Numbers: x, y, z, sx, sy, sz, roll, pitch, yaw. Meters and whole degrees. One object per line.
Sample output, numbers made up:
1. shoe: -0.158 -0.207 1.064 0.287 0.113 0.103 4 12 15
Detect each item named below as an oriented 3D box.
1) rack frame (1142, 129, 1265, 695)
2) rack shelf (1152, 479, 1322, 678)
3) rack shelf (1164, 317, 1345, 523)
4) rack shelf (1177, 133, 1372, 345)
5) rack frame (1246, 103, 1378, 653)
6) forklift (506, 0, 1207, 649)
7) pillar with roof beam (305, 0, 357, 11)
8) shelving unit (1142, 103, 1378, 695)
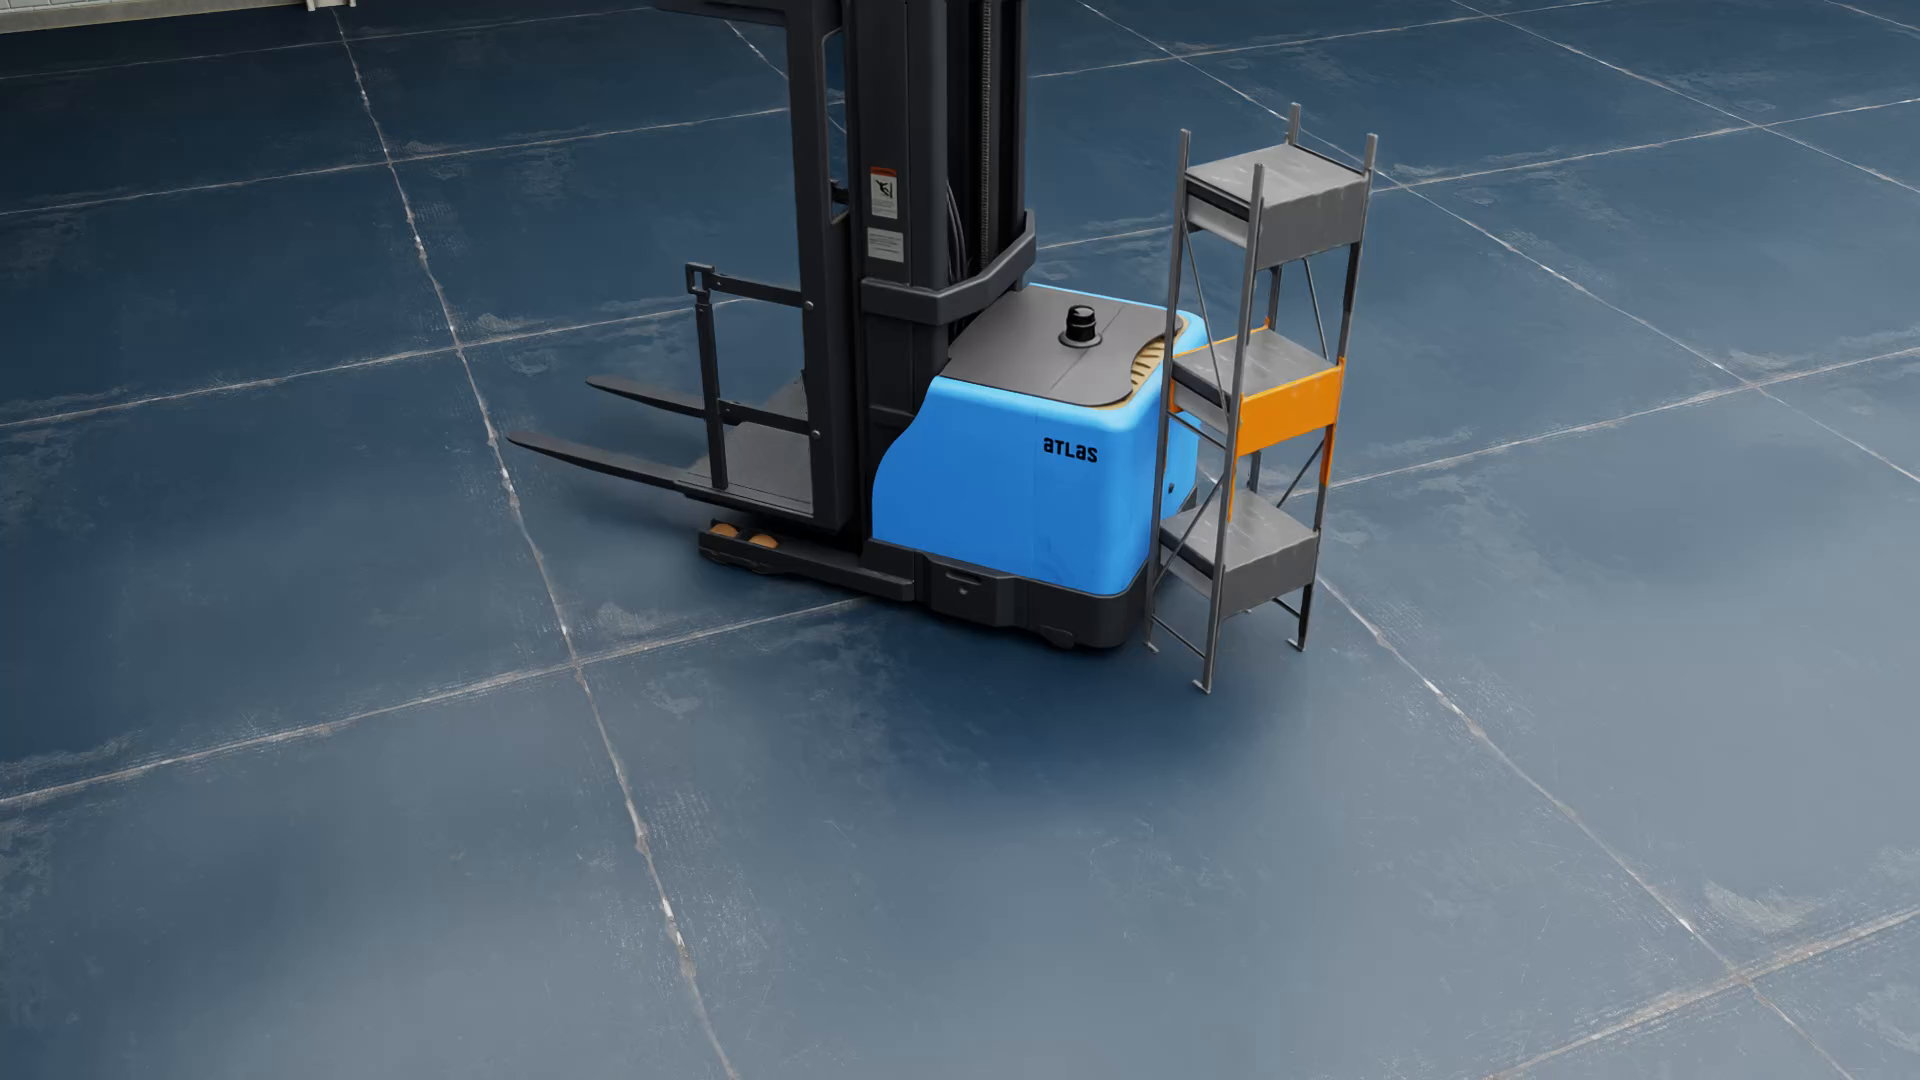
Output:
1. rack frame: 0.841 -0.382 5.912 0.015 2.100 0.400 -20 38 -27
2. rack shelf: 1.045 0.143 6.413 0.480 0.518 0.431 -20 38 -27
3. rack shelf: 1.045 -0.444 6.032 0.480 0.518 0.431 -20 38 -27
4. rack shelf: 1.045 -1.030 5.650 0.480 0.518 0.431 -20 38 -27
5. rack frame: 1.250 -0.528 6.136 0.015 2.100 0.400 -20 38 -27
6. forklift: -0.552 -1.331 6.608 3.031 2.935 1.130 14 36 20
7. pillar with roof beam: -3.772 -6.241 8.590 0.400 9.000 9.100 -13 35 -19
8. shelving unit: 1.045 -0.455 6.024 0.503 2.100 0.431 -20 38 -27
